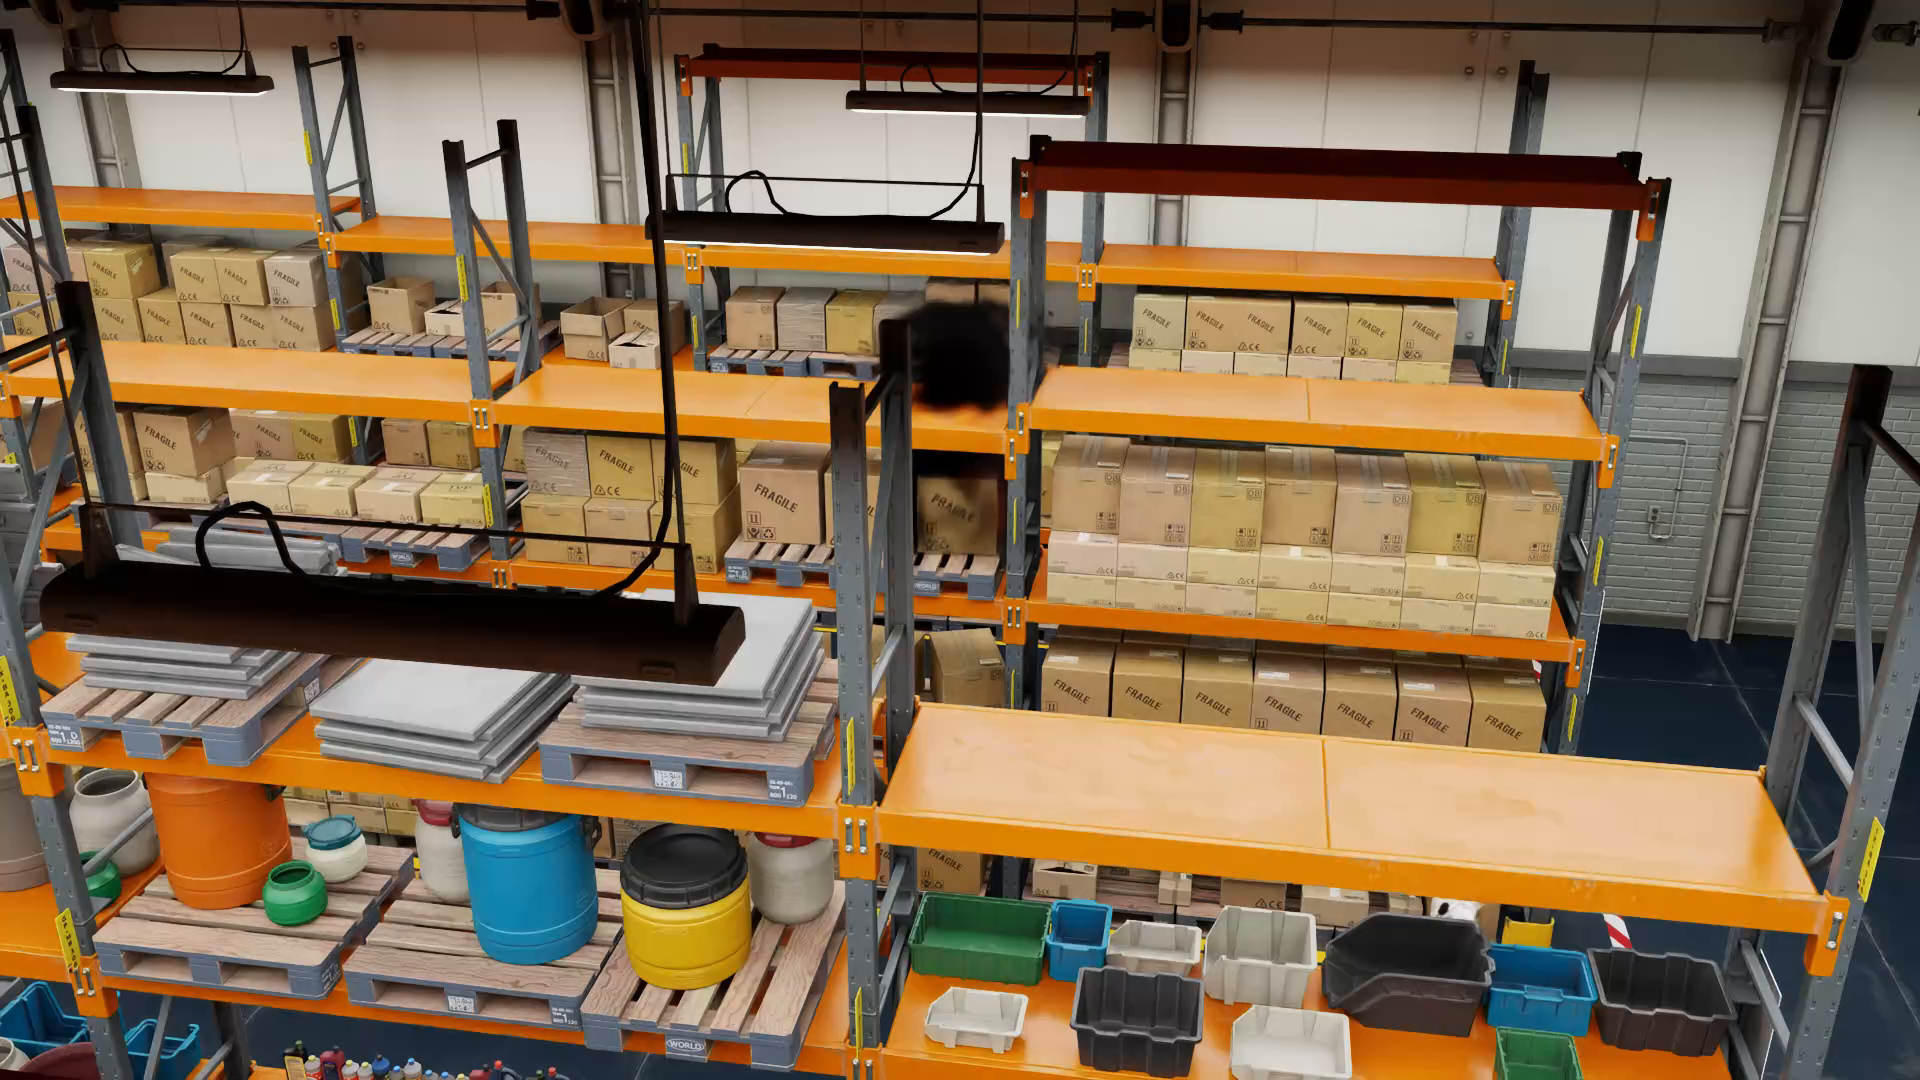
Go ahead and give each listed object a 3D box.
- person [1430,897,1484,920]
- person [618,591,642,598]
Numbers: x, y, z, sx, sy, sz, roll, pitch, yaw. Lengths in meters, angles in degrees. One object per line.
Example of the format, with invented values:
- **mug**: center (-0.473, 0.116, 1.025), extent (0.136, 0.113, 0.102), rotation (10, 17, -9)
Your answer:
- **person**: center (3.347, 2.872, 11.444), extent (0.694, 1.717, 0.572), rotation (1, 23, 2)
- **person**: center (-3.006, 0.988, 15.796), extent (0.978, 1.698, 0.723), rotation (-1, 23, -2)
